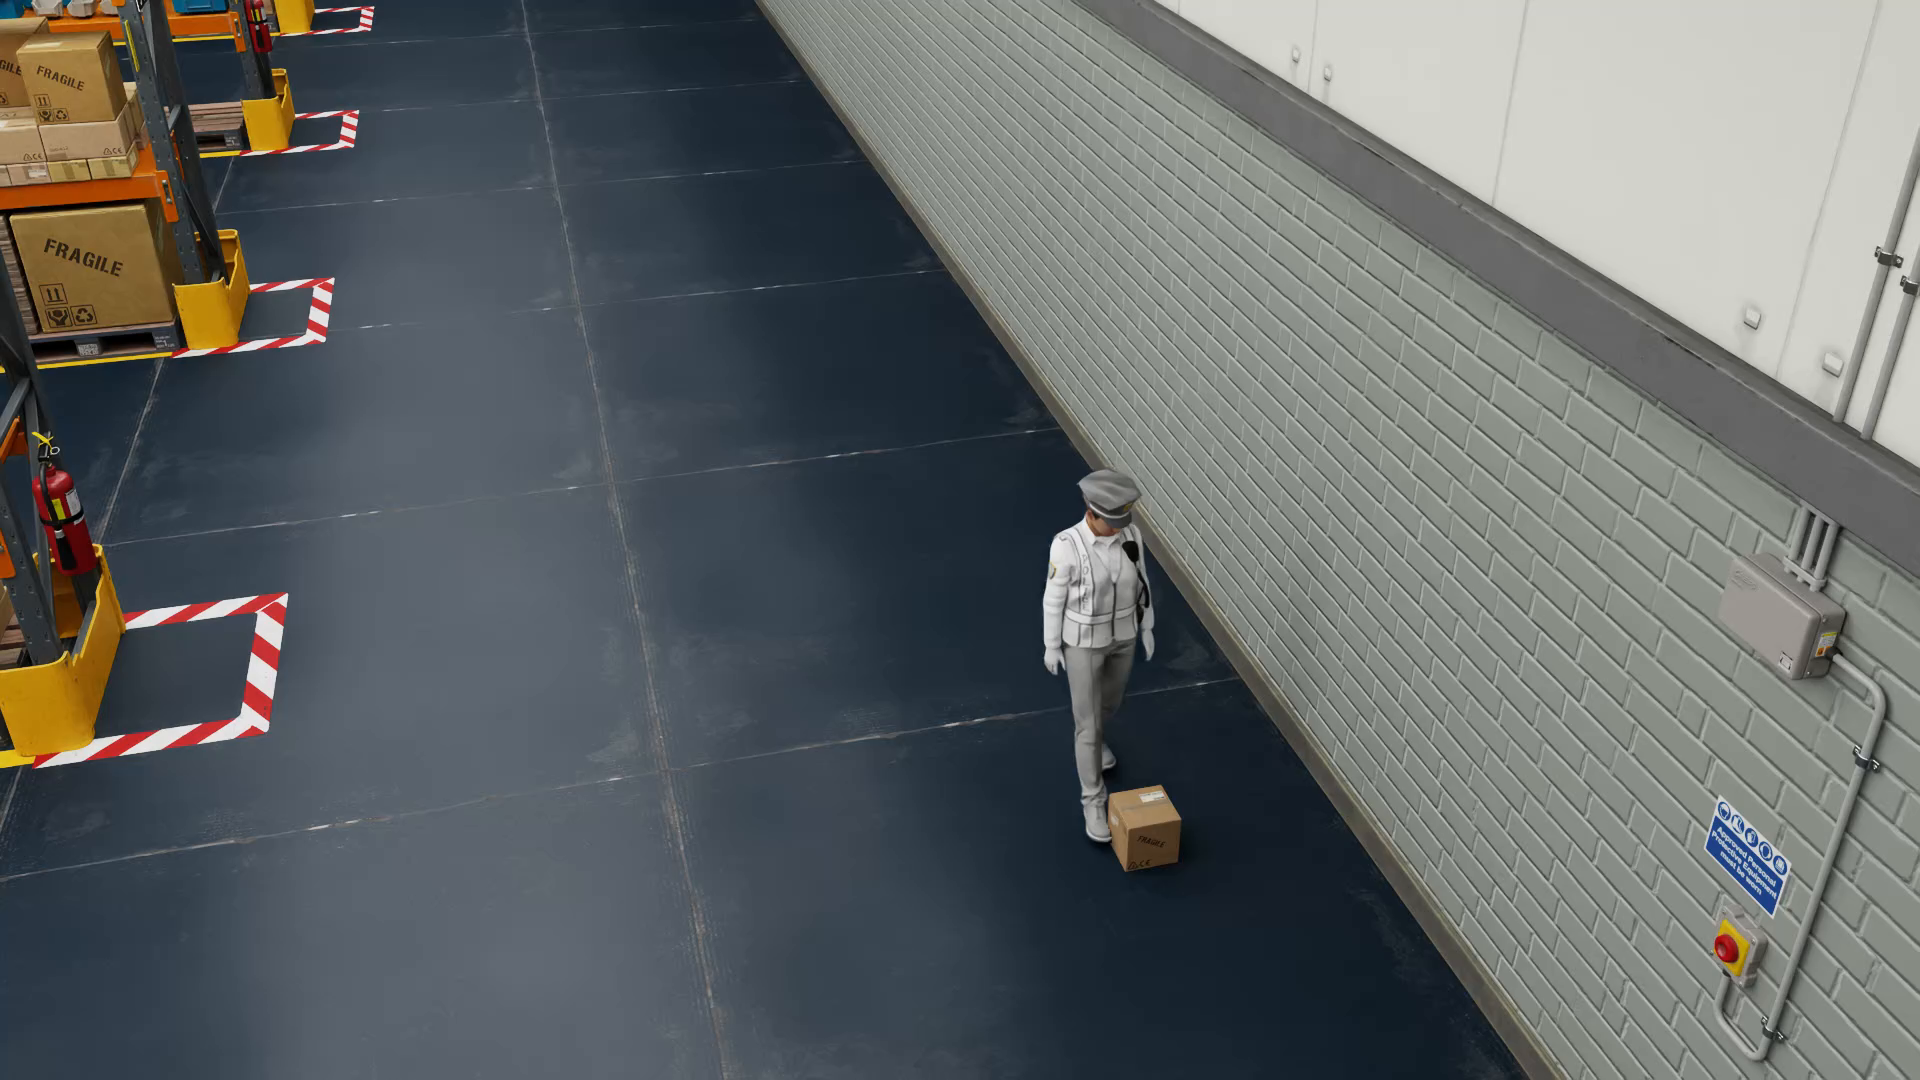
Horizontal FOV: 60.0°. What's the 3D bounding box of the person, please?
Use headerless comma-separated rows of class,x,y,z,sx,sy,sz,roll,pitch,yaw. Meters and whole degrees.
person,0.659,0.465,7.415,0.520,1.636,0.738,-13,33,-21
